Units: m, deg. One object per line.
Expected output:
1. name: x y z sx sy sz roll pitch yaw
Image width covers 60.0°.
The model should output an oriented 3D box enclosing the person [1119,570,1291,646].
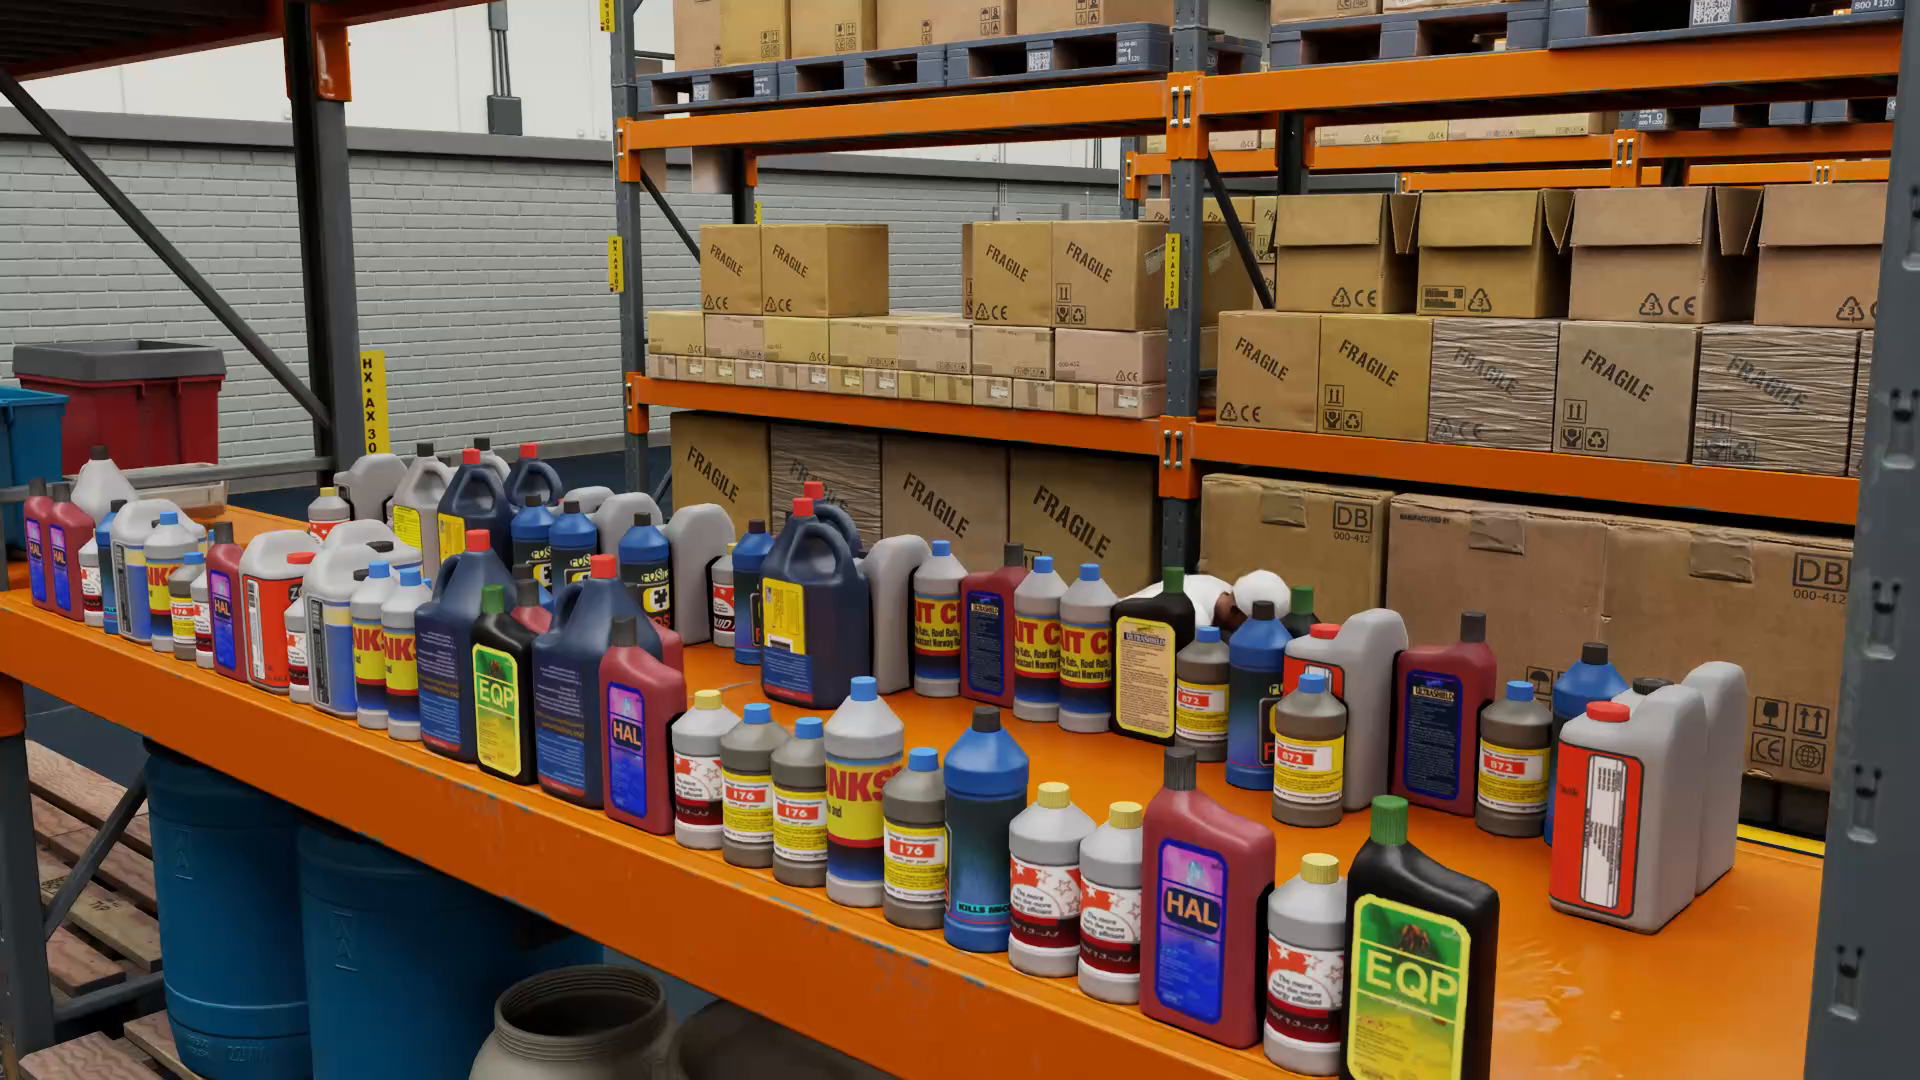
1. person: 0.823 0.530 6.343 0.911 0.921 0.577 9 13 41
